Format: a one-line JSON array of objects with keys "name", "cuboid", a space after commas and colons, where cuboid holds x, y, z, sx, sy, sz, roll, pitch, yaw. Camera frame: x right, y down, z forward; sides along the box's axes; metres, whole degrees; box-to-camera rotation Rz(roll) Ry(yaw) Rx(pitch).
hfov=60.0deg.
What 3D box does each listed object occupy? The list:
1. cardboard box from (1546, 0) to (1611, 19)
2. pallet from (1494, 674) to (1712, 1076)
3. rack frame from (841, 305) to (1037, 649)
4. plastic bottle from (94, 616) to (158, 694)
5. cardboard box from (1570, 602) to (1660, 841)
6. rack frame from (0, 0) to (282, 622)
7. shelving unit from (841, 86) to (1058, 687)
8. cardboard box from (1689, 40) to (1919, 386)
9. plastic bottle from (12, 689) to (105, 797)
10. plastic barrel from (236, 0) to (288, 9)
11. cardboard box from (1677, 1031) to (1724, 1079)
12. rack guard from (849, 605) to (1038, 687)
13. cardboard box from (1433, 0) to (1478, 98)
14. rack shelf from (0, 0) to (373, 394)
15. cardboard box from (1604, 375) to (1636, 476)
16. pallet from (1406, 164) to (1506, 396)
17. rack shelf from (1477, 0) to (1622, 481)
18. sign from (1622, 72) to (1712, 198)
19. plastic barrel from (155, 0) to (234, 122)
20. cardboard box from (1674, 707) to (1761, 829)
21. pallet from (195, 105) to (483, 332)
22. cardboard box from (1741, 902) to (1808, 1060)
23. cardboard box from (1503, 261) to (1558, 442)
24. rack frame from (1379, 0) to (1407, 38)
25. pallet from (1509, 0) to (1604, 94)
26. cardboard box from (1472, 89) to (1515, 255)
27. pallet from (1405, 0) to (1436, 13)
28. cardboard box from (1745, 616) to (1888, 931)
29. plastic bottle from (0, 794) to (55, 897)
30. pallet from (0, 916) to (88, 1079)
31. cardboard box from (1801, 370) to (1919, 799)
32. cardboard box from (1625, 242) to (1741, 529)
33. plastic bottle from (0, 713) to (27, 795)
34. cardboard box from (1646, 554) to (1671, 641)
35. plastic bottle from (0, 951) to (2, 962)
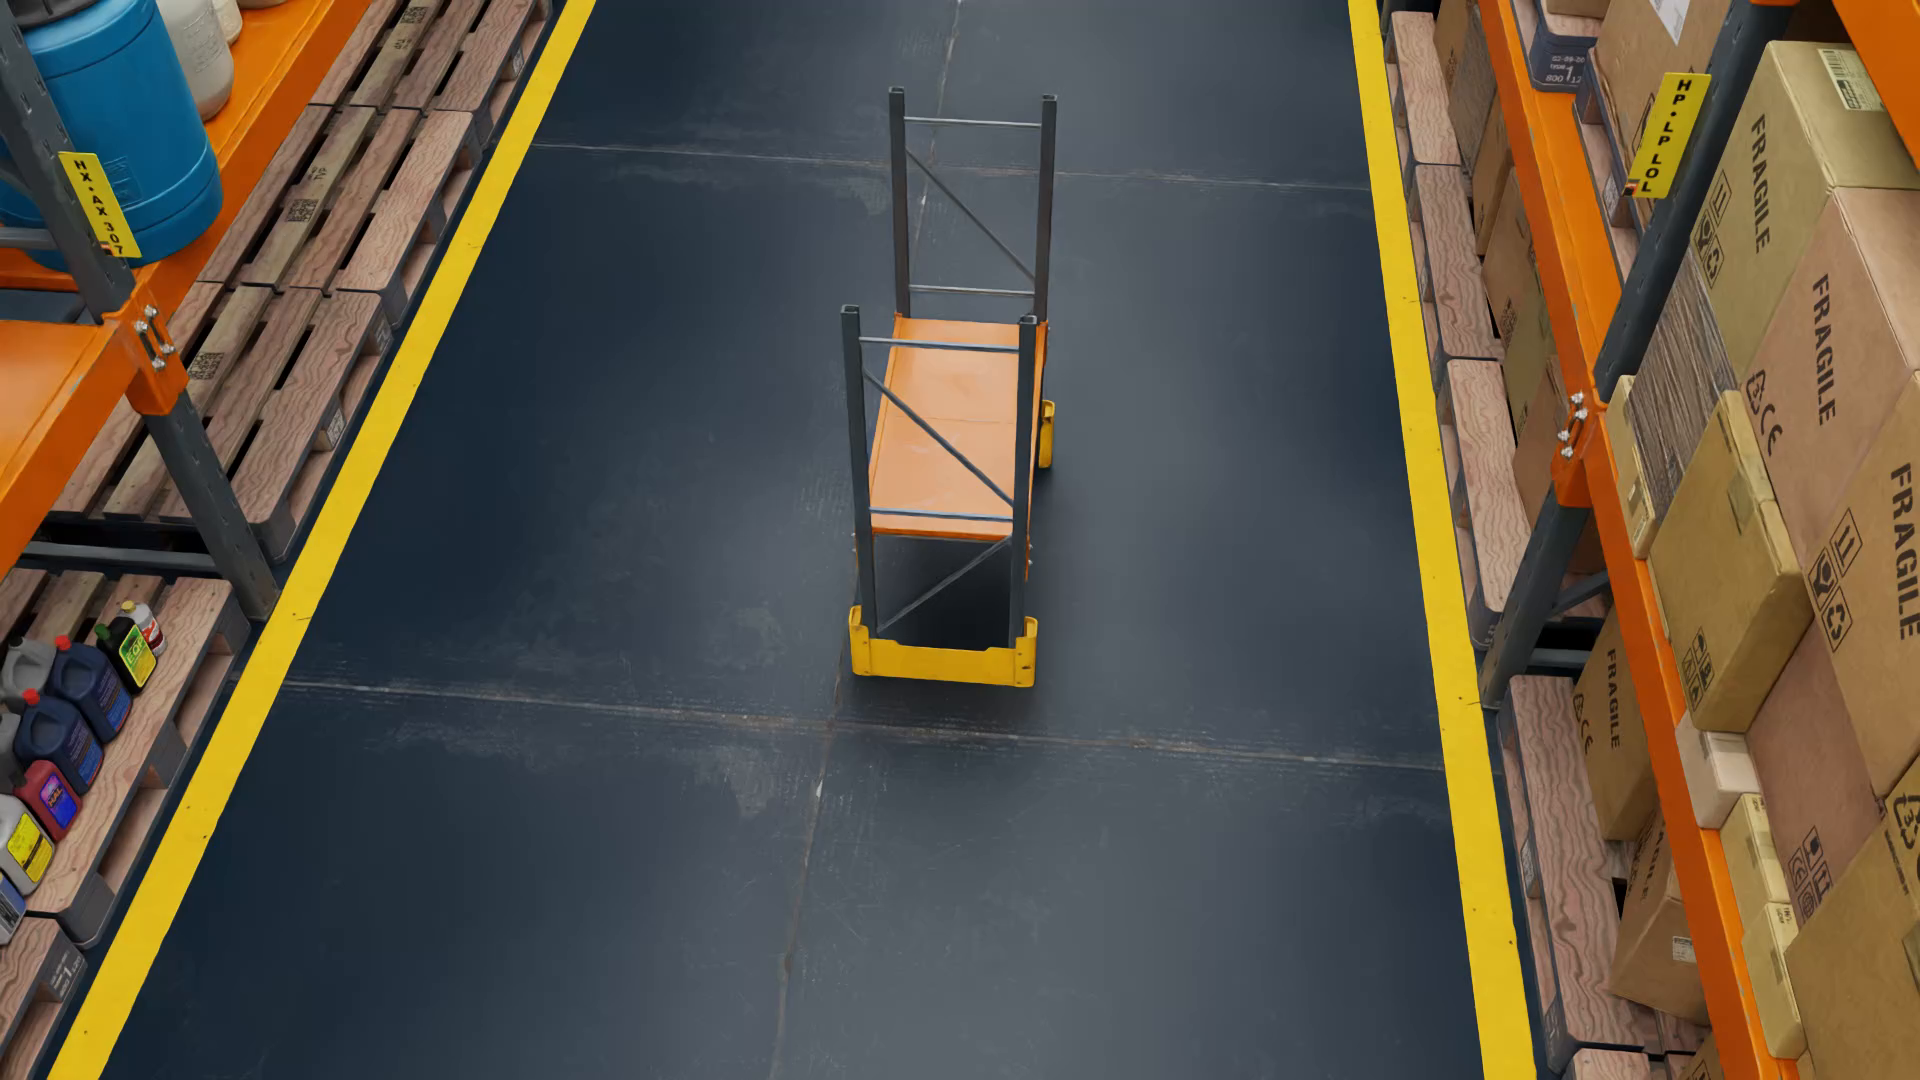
[{"name": "cardboard box", "cuboid": [2.218, -1.943, 5.140, 0.797, 0.503, 0.637, 8, 48, 8]}, {"name": "pallet", "cuboid": [2.126, 0.950, 4.738, 1.003, 0.211, 1.213, 4, 48, 4]}, {"name": "rack frame", "cuboid": [-0.054, -0.070, 4.798, 0.500, 1.500, 0.032, 4, 48, 4]}, {"name": "plastic bottle", "cuboid": [-2.496, 0.324, 4.963, 0.061, 0.283, 0.133, 6, 48, 5]}, {"name": "cardboard box", "cuboid": [2.075, 0.506, 4.663, 0.500, 0.500, 0.500, 3, 48, 2]}, {"name": "rack frame", "cuboid": [-2.781, -0.820, 4.467, 1.000, 3.000, 0.127, 4, 48, 4]}, {"name": "shelving unit", "cuboid": [-0.007, -0.450, 5.145, 0.587, 1.500, 1.083, 4, 48, 4]}, {"name": "cardboard box", "cuboid": [1.857, -0.645, 3.360, 0.500, 0.500, 0.500, 4, 48, 4]}, {"name": "plastic bottle", "cuboid": [-2.570, 0.559, 4.703, 0.144, 0.351, 0.185, 2, 48, 2]}, {"name": "plastic barrel", "cuboid": [-2.408, -2.093, 5.540, 0.433, 0.535, 0.433, 0, 48, 0]}, {"name": "cardboard box", "cuboid": [2.052, 1.389, 3.856, 0.500, 0.500, 0.500, 0, 48, 0]}, {"name": "rack guard", "cuboid": [-0.052, 0.338, 5.272, 0.587, 0.250, 0.087, 4, 48, 4]}, {"name": "cardboard box", "cuboid": [2.475, -2.237, 7.159, 0.700, 0.500, 0.500, 2, 48, 1]}, {"name": "rack shelf", "cuboid": [-2.598, -2.047, 6.077, 1.077, 0.370, 4.000, 4, 48, 4]}, {"name": "cardboard box", "cuboid": [1.833, -0.264, 4.129, 0.380, 0.149, 0.250, 4, 48, 4]}, {"name": "pallet", "cuboid": [2.330, -1.017, 6.537, 1.003, 0.211, 1.213, 4, 48, 4]}, {"name": "rack shelf", "cuboid": [2.334, -1.714, 5.772, 1.077, 0.370, 4.000, 4, 48, 4]}, {"name": "sign", "cuboid": [1.599, -0.912, 3.767, 0.100, 0.325, 0.005, 4, 48, 4]}, {"name": "plastic barrel", "cuboid": [-2.475, -1.554, 5.046, 0.433, 0.535, 0.433, 0, 48, 0]}, {"name": "cardboard box", "cuboid": [1.724, 0.469, 3.458, 0.380, 0.149, 0.250, 4, 48, 4]}, {"name": "pallet", "cuboid": [-2.639, -1.357, 6.848, 1.003, 0.211, 1.213, 4, 48, 4]}, {"name": "cardboard box", "cuboid": [1.709, 0.839, 3.120, 0.380, 0.149, 0.250, 4, 48, 4]}, {"name": "cardboard box", "cuboid": [2.291, -0.591, 5.653, 0.700, 0.500, 0.500, 4, 48, 3]}, {"name": "rack frame", "cuboid": [2.516, -3.426, 6.851, 1.000, 3.000, 0.127, 4, 48, 4]}, {"name": "pallet", "cuboid": [2.377, -1.904, 5.589, 1.003, 0.211, 1.213, 4, 48, 4]}, {"name": "cardboard box", "cuboid": [2.392, -1.412, 6.404, 0.700, 0.500, 0.500, 7, 48, 7]}, {"name": "pallet", "cuboid": [2.663, -3.059, 8.405, 1.003, 0.211, 1.213, 4, 48, 4]}, {"name": "cardboard box", "cuboid": [2.023, 0.445, 3.041, 0.875, 0.500, 0.500, 4, 48, 4]}, {"name": "plastic bottle", "cuboid": [-2.599, 0.797, 4.486, 0.144, 0.351, 0.185, 4, 48, 3]}, {"name": "pallet", "cuboid": [-2.992, 1.511, 4.225, 1.003, 0.211, 1.213, 4, 48, 4]}, {"name": "cardboard box", "cuboid": [1.767, 0.090, 2.688, 0.500, 0.500, 0.500, 4, 48, 4]}, {"name": "cardboard box", "cuboid": [2.049, -0.294, 3.717, 0.875, 0.500, 0.500, 4, 48, 4]}, {"name": "plastic bottle", "cuboid": [-2.720, 0.593, 4.722, 0.152, 0.276, 0.135, 4, 48, 4]}, {"name": "cardboard box", "cuboid": [1.802, 0.104, 3.792, 0.380, 0.149, 0.250, 4, 48, 4]}, {"name": "plastic bottle", "cuboid": [-2.602, 1.055, 4.351, 0.097, 0.201, 0.097, 0, 48, 0]}]
